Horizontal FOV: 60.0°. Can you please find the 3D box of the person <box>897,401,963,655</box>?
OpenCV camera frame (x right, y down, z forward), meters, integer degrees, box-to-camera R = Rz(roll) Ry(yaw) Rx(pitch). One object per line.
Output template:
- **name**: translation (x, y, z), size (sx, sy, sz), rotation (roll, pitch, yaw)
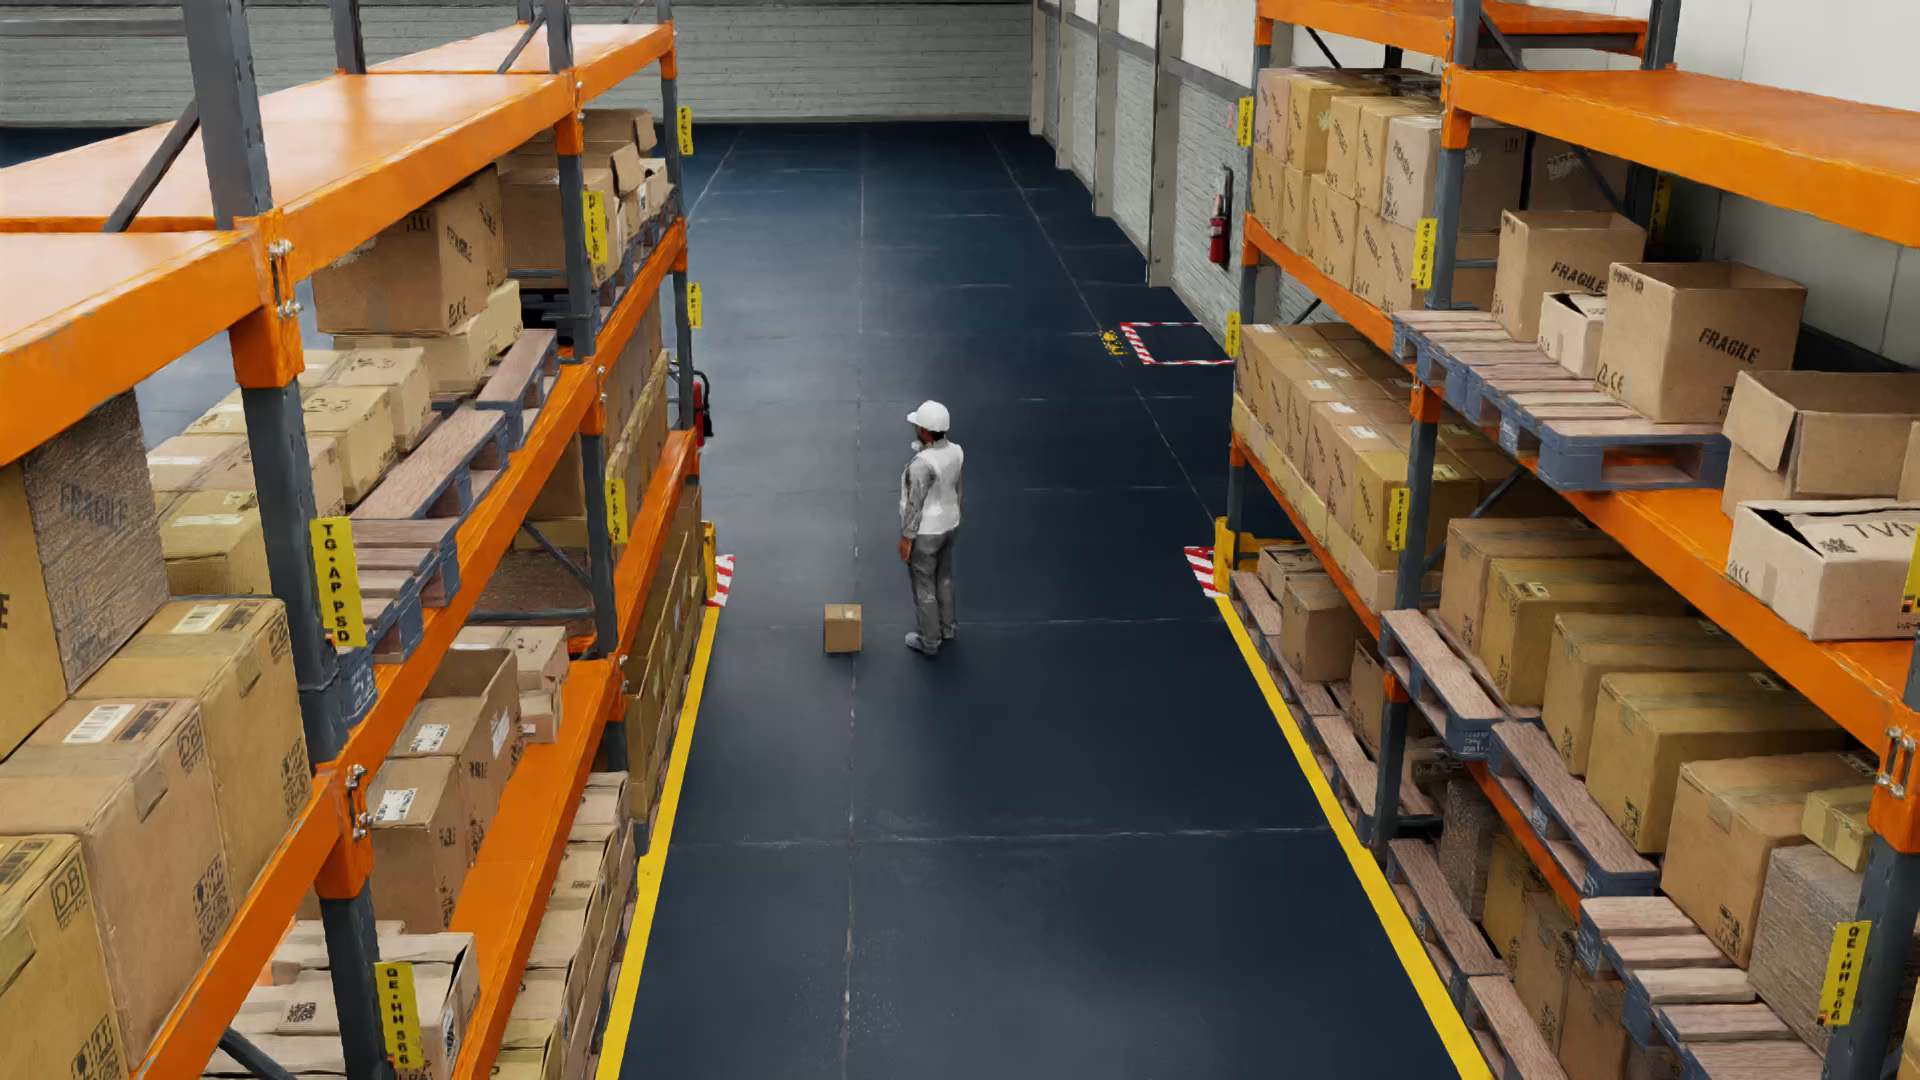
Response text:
- **person**: translation (-0.203, -0.098, 11.278), size (0.403, 1.779, 0.658), rotation (13, 24, 31)
